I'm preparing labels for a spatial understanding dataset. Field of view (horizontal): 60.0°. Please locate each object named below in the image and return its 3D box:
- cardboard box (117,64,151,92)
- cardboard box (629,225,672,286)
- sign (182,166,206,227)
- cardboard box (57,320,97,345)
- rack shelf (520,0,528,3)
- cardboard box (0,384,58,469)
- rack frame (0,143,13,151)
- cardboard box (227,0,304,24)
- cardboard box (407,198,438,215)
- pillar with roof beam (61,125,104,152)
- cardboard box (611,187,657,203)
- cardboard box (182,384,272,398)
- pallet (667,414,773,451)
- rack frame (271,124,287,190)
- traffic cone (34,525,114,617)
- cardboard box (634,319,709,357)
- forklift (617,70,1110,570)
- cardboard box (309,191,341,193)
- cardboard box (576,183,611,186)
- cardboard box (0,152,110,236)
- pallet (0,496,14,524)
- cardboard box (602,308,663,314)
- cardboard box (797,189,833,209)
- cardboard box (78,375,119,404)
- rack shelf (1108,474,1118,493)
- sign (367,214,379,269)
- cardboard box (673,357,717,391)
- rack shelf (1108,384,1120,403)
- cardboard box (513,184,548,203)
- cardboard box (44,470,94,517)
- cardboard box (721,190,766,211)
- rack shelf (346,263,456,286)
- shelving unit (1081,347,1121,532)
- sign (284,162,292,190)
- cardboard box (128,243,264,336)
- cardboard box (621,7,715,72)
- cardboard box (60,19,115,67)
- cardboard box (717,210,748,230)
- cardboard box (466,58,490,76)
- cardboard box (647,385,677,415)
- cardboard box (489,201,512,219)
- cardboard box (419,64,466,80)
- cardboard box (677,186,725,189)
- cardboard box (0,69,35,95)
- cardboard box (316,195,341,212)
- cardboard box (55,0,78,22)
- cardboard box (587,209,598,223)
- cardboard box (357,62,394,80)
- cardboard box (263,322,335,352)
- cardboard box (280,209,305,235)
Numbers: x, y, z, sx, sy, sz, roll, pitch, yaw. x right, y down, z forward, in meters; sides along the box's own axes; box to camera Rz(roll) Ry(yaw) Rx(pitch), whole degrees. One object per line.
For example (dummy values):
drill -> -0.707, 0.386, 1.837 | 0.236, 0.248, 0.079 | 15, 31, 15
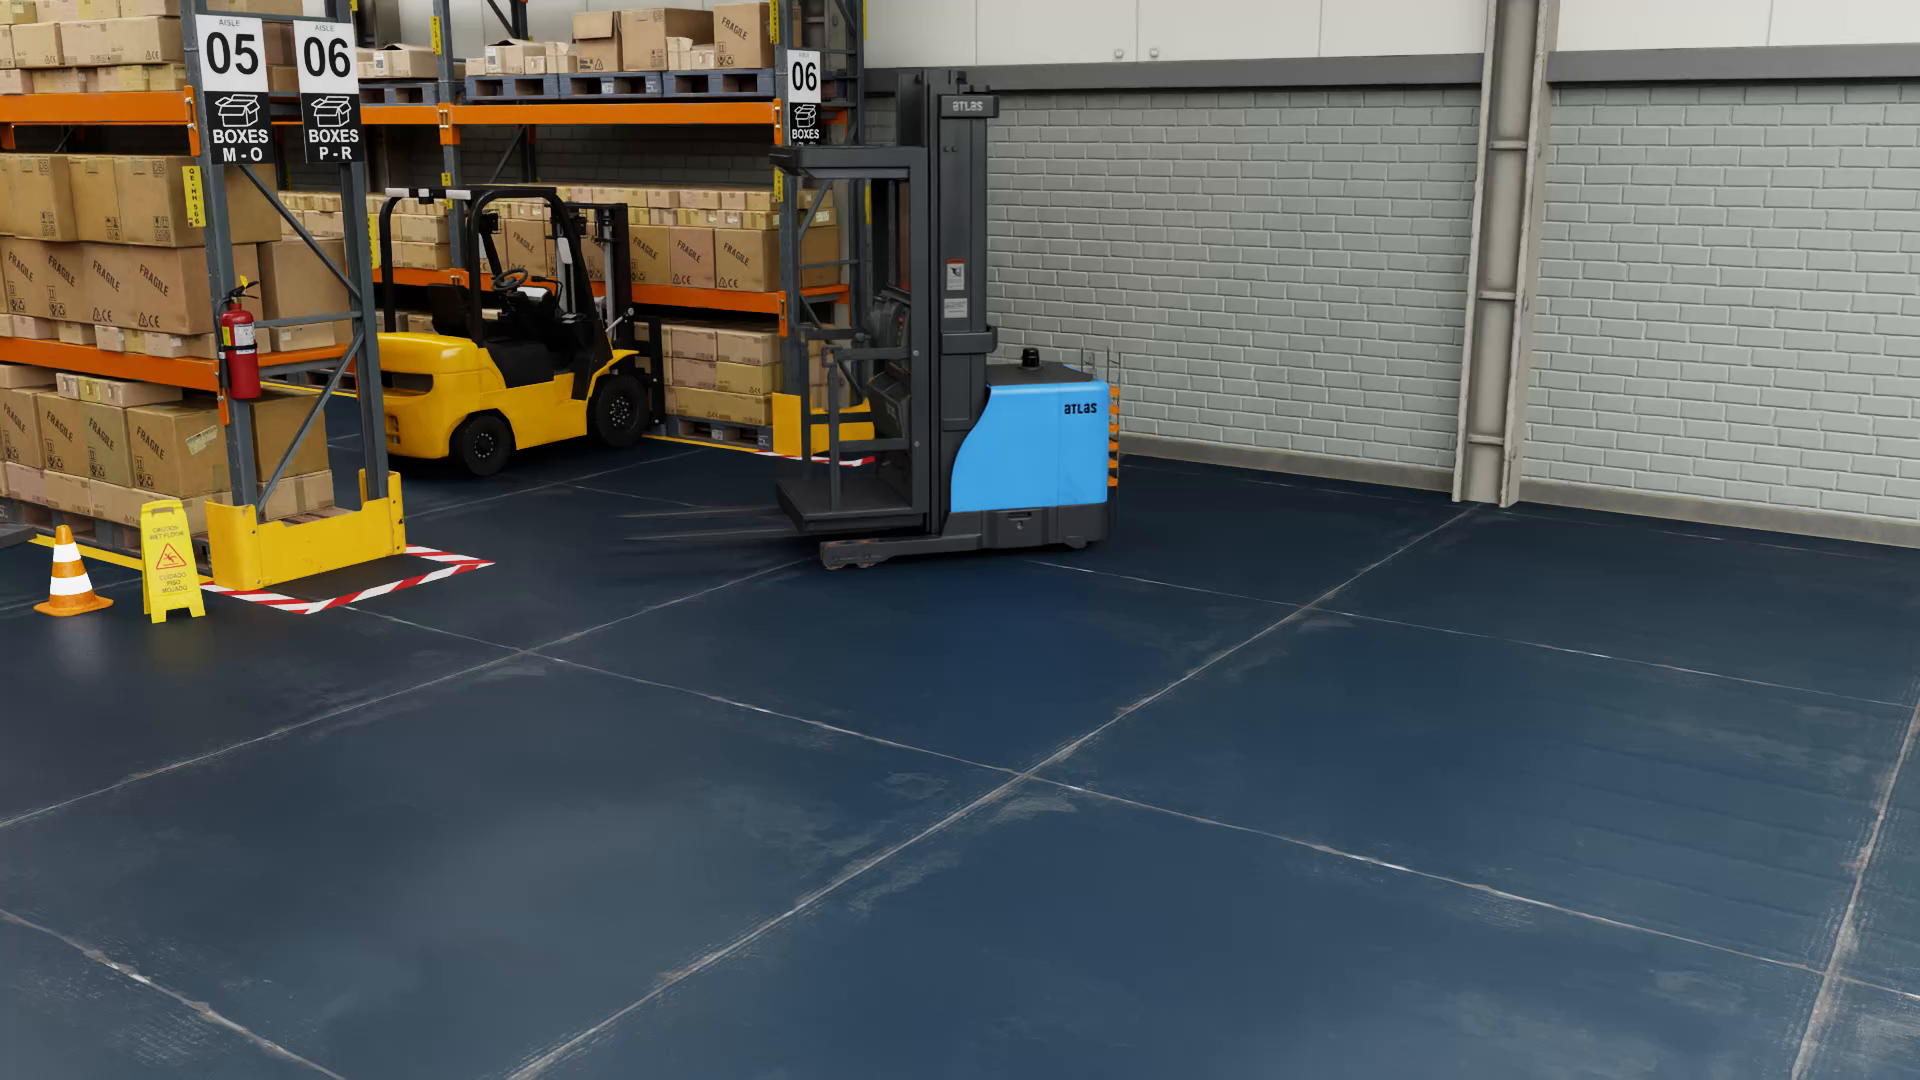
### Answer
cardboard box -> -4.564, -2.636, 9.510 | 0.250, 0.149, 0.380 | 9, 17, 33
cardboard box -> -2.526, -2.475, 14.373 | 0.500, 0.500, 0.500 | 9, 16, 32
sign -> -4.214, -1.890, 9.150 | 0.005, 0.325, 0.100 | 9, 17, 33
cardboard box -> -5.417, -1.326, 10.461 | 0.250, 0.149, 0.380 | 9, 17, 32
rack shelf -> -2.780, -4.910, 14.261 | 4.000, 0.370, 1.077 | 9, 17, 33
cardboard box -> -5.988, -0.780, 11.021 | 0.500, 0.500, 0.500 | 10, 17, 36
rack frame -> -7.206, -1.819, 11.931 | 0.127, 3.000, 1.000 | 9, 17, 33
cardboard box -> -4.068, -3.093, 9.694 | 0.250, 0.149, 0.380 | 9, 17, 32
cardboard box -> -5.071, -3.206, 15.972 | 0.250, 0.149, 0.380 | 9, 16, 32
pillar with roof beam -> -13.555, -6.209, 17.180 | 0.400, 9.000, 9.100 | 9, 17, 33
cardboard box -> -2.811, -2.992, 14.489 | 0.250, 0.149, 0.380 | 9, 17, 34
cardboard box -> -4.859, -0.752, 10.905 | 0.500, 0.500, 0.500 | 8, 16, 31
pallet -> -1.778, -1.014, 14.479 | 1.213, 0.211, 1.003 | 9, 17, 33
rack frame -> -7.758, -3.346, 18.098 | 0.127, 3.000, 1.000 | 9, 17, 33
traffic cone -> -4.964, 0.148, 9.262 | 0.334, 0.463, 0.336 | 9, 17, 33
cardboard box -> -2.528, -1.760, 14.459 | 0.500, 0.250, 0.500 | 9, 17, 34
forklift -> -0.625, -1.382, 10.308 | 3.031, 2.935, 1.130 | -4, 14, -15
cardboard box -> -6.673, -3.627, 17.677 | 0.250, 0.149, 0.380 | 9, 16, 32
cardboard box -> -3.351, -3.239, 15.488 | 0.250, 0.149, 0.380 | 9, 16, 32
cardboard box -> -5.666, -2.198, 10.552 | 0.500, 0.500, 0.700 | 9, 17, 32
pallet -> -6.629, -0.383, 11.930 | 1.213, 0.211, 1.003 | 9, 17, 33
cardboard box -> -3.082, -2.001, 15.433 | 0.500, 0.250, 0.500 | 9, 17, 33
cardboard box -> -1.280, -2.869, 13.992 | 0.250, 0.149, 0.380 | 9, 16, 32
cardboard box -> -5.247, -0.957, 10.383 | 0.250, 0.149, 0.380 | 10, 17, 34
rack shelf -> 0.919, -0.381, 11.047 | 0.180, 0.103, 0.258 | -4, 14, -15
sign -> -3.585, -1.811, 10.097 | 0.005, 0.325, 0.100 | 9, 17, 33
cardboard box -> -2.109, -1.457, 14.276 | 0.500, 0.250, 0.500 | 9, 17, 32
rack shelf -> 0.919, -0.963, 10.903 | 0.180, 0.103, 0.258 | -4, 14, -15
cardboard box -> -3.856, -3.166, 15.194 | 0.250, 0.149, 0.380 | 9, 16, 32
cardboard box -> -5.571, -0.347, 10.831 | 0.500, 0.250, 0.500 | 8, 16, 31
cardboard box -> -1.757, -2.814, 13.771 | 0.250, 0.149, 0.380 | 9, 17, 33
rack shelf -> -6.099, -2.729, 17.101 | 4.000, 0.370, 1.077 | 9, 17, 33
shelving unit -> 0.919, -0.657, 10.979 | 0.189, 1.200, 0.258 | -4, 14, -15
sign -> -7.451, -4.019, 18.408 | 0.005, 0.325, 0.100 | 9, 17, 33
cardboard box -> -4.491, -1.494, 9.788 | 0.500, 0.500, 0.500 | 9, 16, 32
cardboard box -> -2.418, -4.198, 14.008 | 0.500, 0.500, 0.700 | 9, 17, 33
cardboard box -> -4.872, -2.896, 9.730 | 0.500, 0.250, 0.500 | 9, 16, 32
cardboard box -> -1.793, -2.656, 13.751 | 0.250, 0.149, 0.380 | 9, 17, 34
cardboard box -> -4.236, -4.275, 15.050 | 0.250, 0.149, 0.380 | 10, 17, 34
cardboard box -> -2.504, -1.280, 14.599 | 0.500, 0.250, 0.500 | 9, 17, 33
cardboard box -> -4.106, -3.043, 15.317 | 0.250, 0.149, 0.380 | 10, 17, 34
cardboard box -> -5.034, -4.549, 16.156 | 0.250, 0.149, 0.380 | 9, 17, 33
cardboard box -> -2.297, -3.064, 14.783 | 0.250, 0.149, 0.380 | 9, 16, 31
cardboard box -> -5.639, -2.806, 10.198 | 0.250, 0.149, 0.380 | 9, 16, 32
cardboard box -> -6.187, -3.360, 16.597 | 0.250, 0.149, 0.380 | 9, 16, 31
cardboard box -> -5.128, -3.142, 9.894 | 0.250, 0.149, 0.380 | 9, 17, 33
cardboard box -> -3.050, -2.867, 14.603 | 0.250, 0.149, 0.380 | 9, 16, 32
cardboard box -> -5.521, -4.483, 15.889 | 0.250, 0.149, 0.380 | 9, 17, 33
cardboard box -> -4.054, -1.248, 10.145 | 0.250, 0.149, 0.380 | 9, 17, 33
cardboard box -> -6.688, -3.267, 17.048 | 0.500, 0.250, 0.500 | 9, 16, 31
